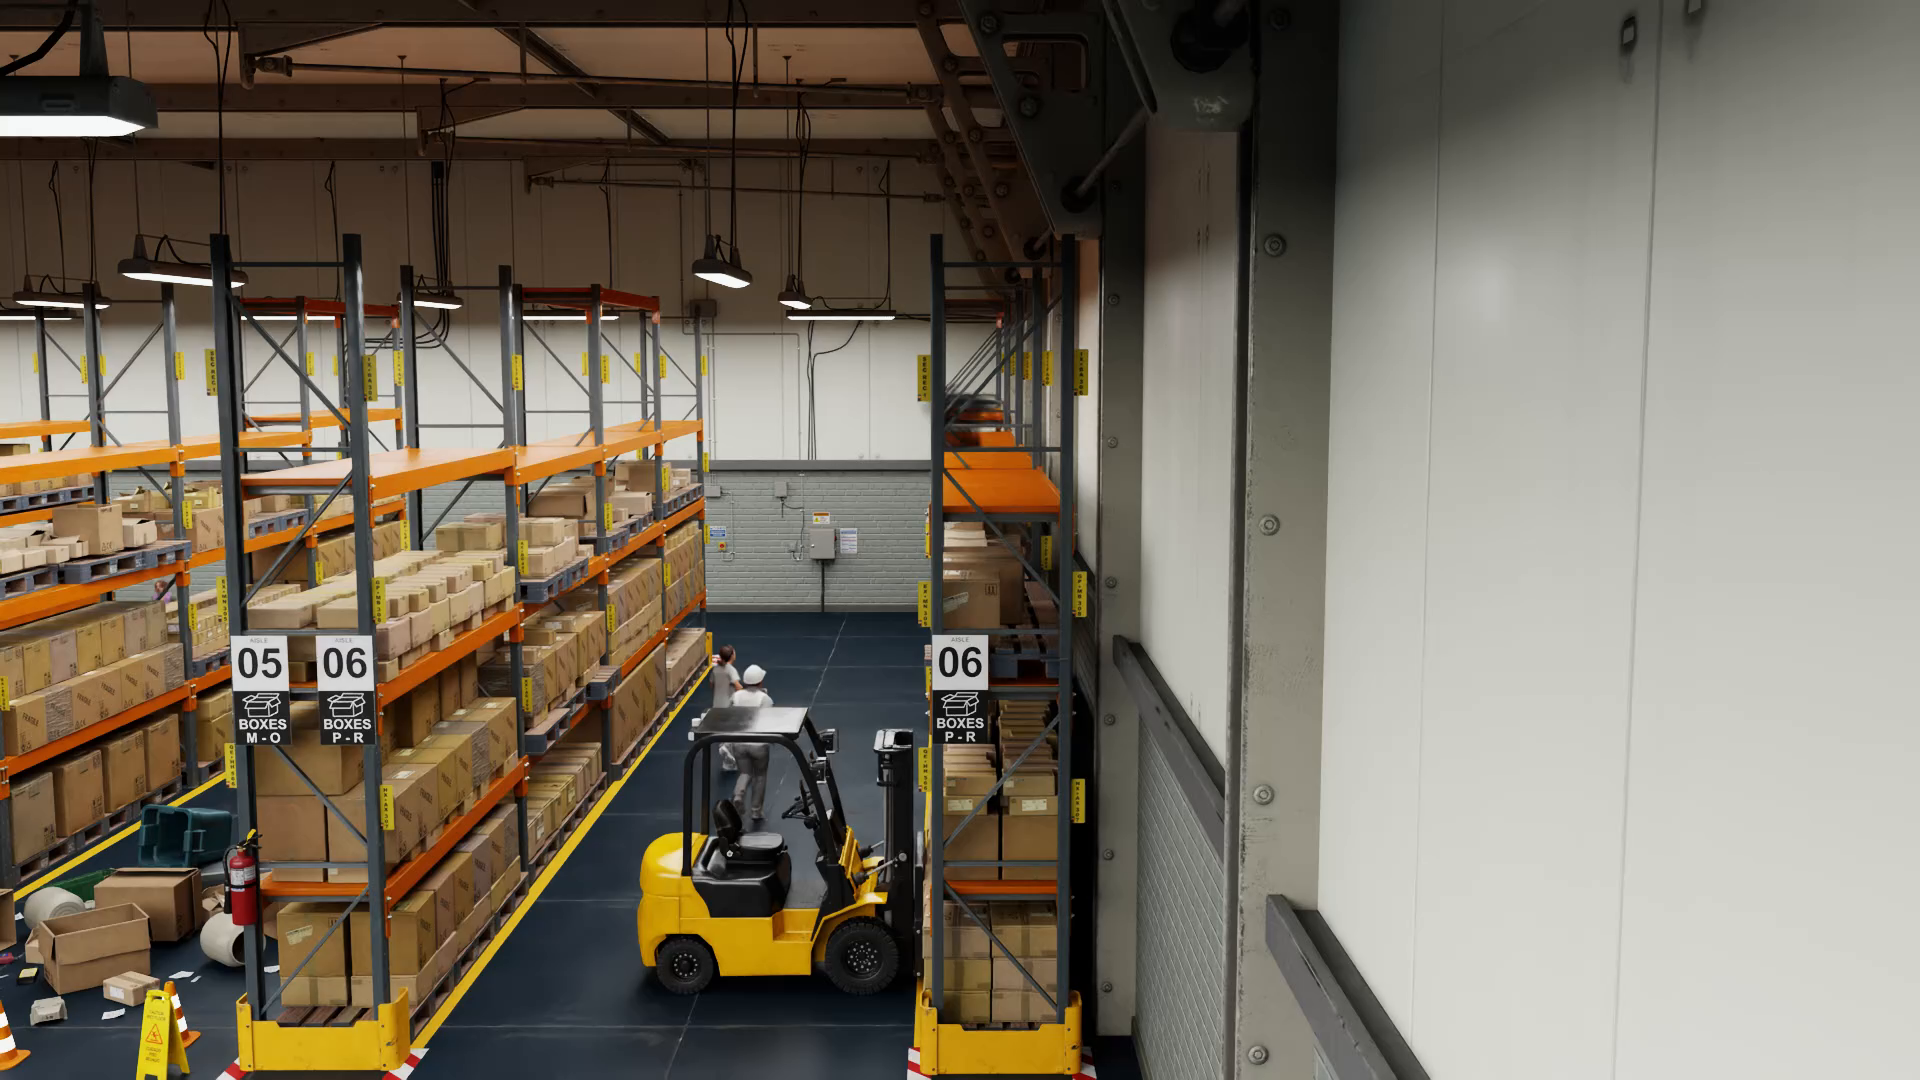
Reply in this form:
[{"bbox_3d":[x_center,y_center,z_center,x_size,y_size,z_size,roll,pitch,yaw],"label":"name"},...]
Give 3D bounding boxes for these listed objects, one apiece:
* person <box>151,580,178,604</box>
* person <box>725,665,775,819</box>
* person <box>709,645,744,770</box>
[{"bbox_3d":[-12.964,1.410,27.166,0.545,1.540,0.545,0,6,-2],"label":"person"},{"bbox_3d":[-2.345,2.279,18.402,0.665,1.777,0.719,1,6,13],"label":"person"},{"bbox_3d":[-2.915,2.111,20.807,0.656,1.584,0.527,3,7,26],"label":"person"}]
